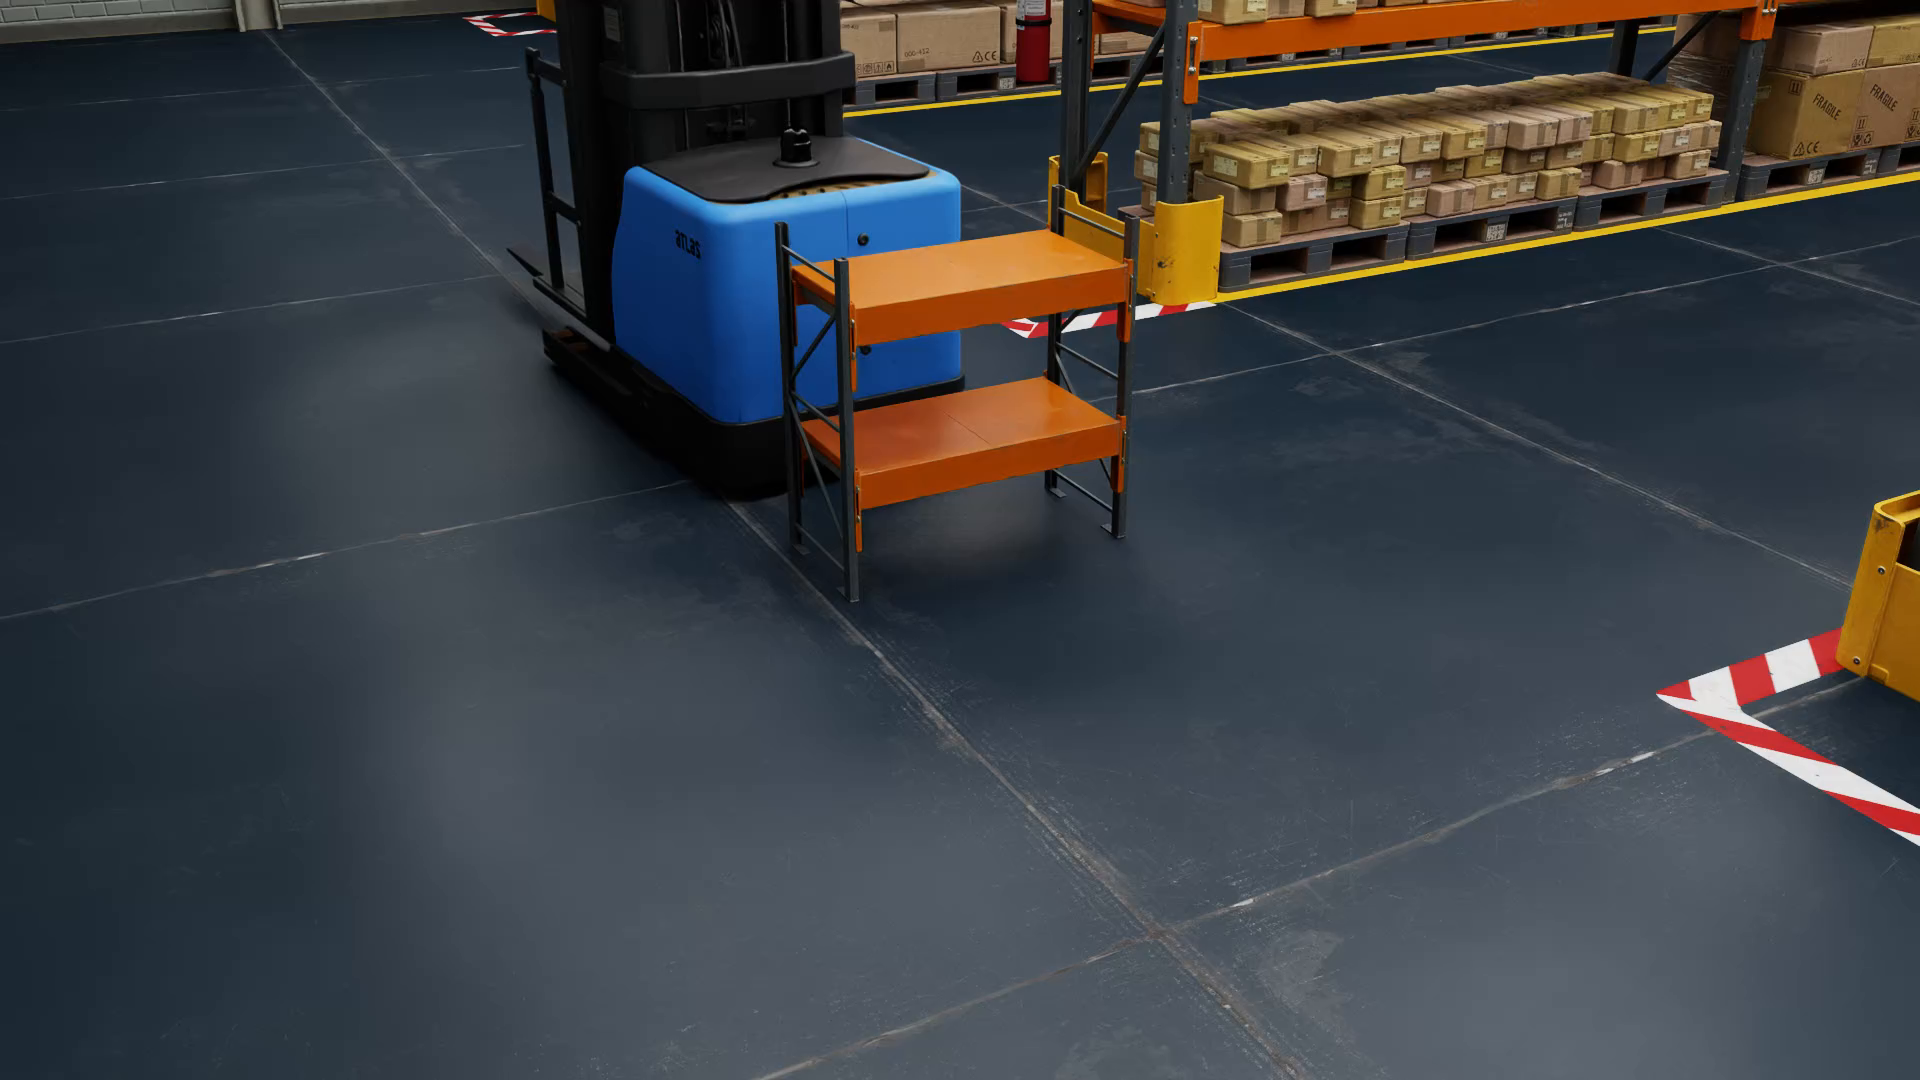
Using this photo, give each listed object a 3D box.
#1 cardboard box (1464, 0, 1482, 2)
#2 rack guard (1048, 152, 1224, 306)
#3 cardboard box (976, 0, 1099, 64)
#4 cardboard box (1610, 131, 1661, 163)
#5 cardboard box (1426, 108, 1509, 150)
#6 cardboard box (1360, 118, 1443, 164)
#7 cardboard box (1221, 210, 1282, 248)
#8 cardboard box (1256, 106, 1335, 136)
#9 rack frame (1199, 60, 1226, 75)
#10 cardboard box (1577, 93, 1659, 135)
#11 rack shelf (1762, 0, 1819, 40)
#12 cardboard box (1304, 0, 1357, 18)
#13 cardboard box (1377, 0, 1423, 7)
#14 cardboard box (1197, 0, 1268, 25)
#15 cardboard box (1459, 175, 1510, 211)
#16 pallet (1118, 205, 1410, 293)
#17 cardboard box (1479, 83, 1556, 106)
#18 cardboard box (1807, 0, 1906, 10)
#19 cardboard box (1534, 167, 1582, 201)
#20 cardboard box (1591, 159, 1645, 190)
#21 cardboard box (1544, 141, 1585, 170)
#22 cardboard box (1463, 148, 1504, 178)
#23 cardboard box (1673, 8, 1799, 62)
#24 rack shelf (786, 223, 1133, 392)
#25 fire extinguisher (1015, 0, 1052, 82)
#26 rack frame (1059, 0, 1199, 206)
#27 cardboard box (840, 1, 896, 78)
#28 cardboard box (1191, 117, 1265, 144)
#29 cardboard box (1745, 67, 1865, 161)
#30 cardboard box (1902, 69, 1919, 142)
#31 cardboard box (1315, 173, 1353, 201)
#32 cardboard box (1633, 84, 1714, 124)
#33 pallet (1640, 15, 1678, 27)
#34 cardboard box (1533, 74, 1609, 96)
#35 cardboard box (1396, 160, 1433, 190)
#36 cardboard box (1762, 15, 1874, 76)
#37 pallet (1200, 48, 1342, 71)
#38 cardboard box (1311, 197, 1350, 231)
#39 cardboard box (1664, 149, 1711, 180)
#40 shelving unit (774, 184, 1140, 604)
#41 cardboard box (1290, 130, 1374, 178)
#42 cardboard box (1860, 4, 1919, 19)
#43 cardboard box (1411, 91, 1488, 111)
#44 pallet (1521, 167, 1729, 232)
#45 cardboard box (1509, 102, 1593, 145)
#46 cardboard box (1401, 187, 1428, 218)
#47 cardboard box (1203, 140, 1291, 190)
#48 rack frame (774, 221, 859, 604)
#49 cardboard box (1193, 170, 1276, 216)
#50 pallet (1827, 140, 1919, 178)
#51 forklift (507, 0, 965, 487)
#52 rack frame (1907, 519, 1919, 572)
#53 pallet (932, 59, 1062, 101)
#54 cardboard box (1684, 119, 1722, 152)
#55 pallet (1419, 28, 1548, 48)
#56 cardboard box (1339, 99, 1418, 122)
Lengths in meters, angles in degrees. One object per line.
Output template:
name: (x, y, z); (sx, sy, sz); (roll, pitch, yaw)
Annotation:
cardboard box: (2.601, -2.892, 8.598); (0.250, 0.149, 0.380); (-12, 28, -23)
rack guard: (0.876, -1.616, 8.538); (0.348, 0.500, 1.175); (-13, 29, -25)
cardboard box: (0.525, -4.177, 13.458); (0.875, 0.438, 0.875); (-14, 29, -27)
cardboard box: (3.749, -2.273, 9.484); (0.250, 0.149, 0.380); (-14, 29, -27)
cardboard box: (2.760, -2.240, 9.071); (0.250, 0.149, 0.380); (-13, 29, -25)
cardboard box: (2.329, -2.116, 8.813); (0.250, 0.149, 0.380); (-12, 28, -23)
cardboard box: (1.422, -1.616, 8.458); (0.250, 0.149, 0.380); (-12, 28, -24)
cardboard box: (1.832, -2.263, 9.119); (0.250, 0.149, 0.380); (-14, 29, -27)
rack frame: (1.920, -5.412, 13.556); (0.127, 3.000, 1.000); (-13, 29, -25)
cardboard box: (3.724, -2.422, 9.450); (0.250, 0.149, 0.380); (-13, 29, -26)
rack shelf: (6.103, -3.625, 10.665); (4.000, 0.370, 1.077); (-13, 29, -25)
cardboard box: (1.716, -2.657, 8.108); (0.250, 0.149, 0.380); (-14, 29, -27)
cardboard box: (2.131, -2.808, 8.423); (0.250, 0.149, 0.380); (-13, 29, -26)
cardboard box: (1.249, -2.555, 7.896); (0.250, 0.149, 0.380); (-13, 29, -26)
cardboard box: (2.780, -1.936, 9.125); (0.250, 0.149, 0.380); (-13, 29, -25)
pallet: (1.609, -1.638, 8.917); (1.213, 0.211, 1.003); (-13, 29, -25)
cardboard box: (3.246, -2.558, 9.732); (0.250, 0.149, 0.380); (-14, 29, -26)
cardboard box: (5.796, -3.403, 10.909); (0.500, 0.250, 0.500); (-14, 29, -27)
cardboard box: (3.239, -2.025, 9.311); (0.250, 0.149, 0.380); (-13, 29, -25)
cardboard box: (3.681, -2.137, 9.543); (0.250, 0.149, 0.380); (-14, 29, -27)
cardboard box: (3.266, -2.200, 9.332); (0.250, 0.149, 0.380); (-12, 28, -24)
cardboard box: (2.764, -2.115, 9.155); (0.250, 0.149, 0.380); (-12, 28, -23)
cardboard box: (4.876, -3.191, 10.466); (0.500, 0.250, 0.500); (-14, 29, -26)
rack shelf: (-0.006, -0.770, 5.377); (1.000, 0.278, 0.538); (-13, 29, -25)
fire extinguisher: (0.369, -2.649, 8.322); (0.183, 0.674, 0.296); (-13, 29, -25)
rack frame: (0.809, -2.727, 7.965); (0.127, 3.000, 1.000); (-13, 29, -25)
cardboard box: (-1.075, -3.804, 12.682); (0.875, 0.438, 0.875); (-14, 29, -27)
cardboard box: (1.405, -2.133, 8.849); (0.250, 0.149, 0.380); (-12, 28, -24)
cardboard box: (5.115, -2.654, 10.214); (0.500, 0.500, 0.500); (-12, 28, -23)
cardboard box: (6.037, -2.874, 10.673); (0.500, 0.500, 0.500); (-12, 28, -24)
cardboard box: (1.834, -1.892, 8.690); (0.250, 0.149, 0.380); (-13, 28, -24)
cardboard box: (4.147, -2.542, 9.701); (0.250, 0.149, 0.380); (-12, 28, -24)
pallet: (7.214, -5.375, 16.701); (1.213, 0.211, 1.003); (-13, 29, -25)
cardboard box: (3.666, -2.690, 10.008); (0.250, 0.149, 0.380); (-12, 28, -23)
cardboard box: (2.301, -1.993, 8.900); (0.250, 0.149, 0.380); (-14, 29, -28)
cardboard box: (5.114, -2.992, 10.052); (0.500, 0.250, 0.500); (-14, 29, -27)
pallet: (2.565, -4.341, 14.547); (1.213, 0.211, 1.003); (-13, 29, -25)
cardboard box: (1.830, -1.754, 8.745); (0.250, 0.149, 0.380); (-13, 28, -25)
cardboard box: (4.152, -2.236, 9.750); (0.250, 0.149, 0.380); (-13, 28, -24)
shelving unit: (-0.006, -0.506, 5.504); (1.048, 1.125, 0.538); (-13, 29, -25)
cardboard box: (1.900, -1.981, 8.532); (0.250, 0.149, 0.380); (-13, 29, -25)
cardboard box: (6.035, -3.204, 10.493); (0.500, 0.250, 0.500); (-12, 28, -23)
cardboard box: (2.782, -2.450, 9.508); (0.250, 0.149, 0.380); (-14, 29, -27)
pallet: (3.762, -2.134, 9.952); (1.213, 0.211, 1.003); (-13, 29, -25)
cardboard box: (3.262, -2.308, 9.213); (0.250, 0.149, 0.380); (-15, 29, -28)
cardboard box: (2.287, -1.852, 8.951); (0.250, 0.149, 0.380); (-13, 29, -25)
cardboard box: (1.431, -1.876, 8.314); (0.250, 0.149, 0.380); (-14, 29, -27)
rack frame: (-0.454, -0.402, 5.288); (0.032, 1.125, 0.500); (-13, 29, -25)
cardboard box: (1.392, -1.774, 8.444); (0.250, 0.149, 0.380); (-12, 28, -23)
pallet: (6.102, -2.694, 11.117); (1.213, 0.211, 1.003); (-13, 29, -25)
forklift: (-1.180, -2.106, 6.751); (1.130, 2.935, 3.031); (-15, 29, -28)
rack frame: (3.053, -0.812, 3.976); (0.127, 3.000, 1.000); (-13, 29, -25)
pallet: (0.134, -3.779, 13.378); (1.213, 0.211, 1.003); (-13, 29, -25)
cardboard box: (4.210, -2.395, 9.737); (0.250, 0.149, 0.380); (-12, 28, -24)
pallet: (4.718, -4.838, 15.582); (1.213, 0.211, 1.003); (-13, 29, -25)
cardboard box: (2.328, -2.350, 9.301); (0.250, 0.149, 0.380); (-14, 29, -27)
